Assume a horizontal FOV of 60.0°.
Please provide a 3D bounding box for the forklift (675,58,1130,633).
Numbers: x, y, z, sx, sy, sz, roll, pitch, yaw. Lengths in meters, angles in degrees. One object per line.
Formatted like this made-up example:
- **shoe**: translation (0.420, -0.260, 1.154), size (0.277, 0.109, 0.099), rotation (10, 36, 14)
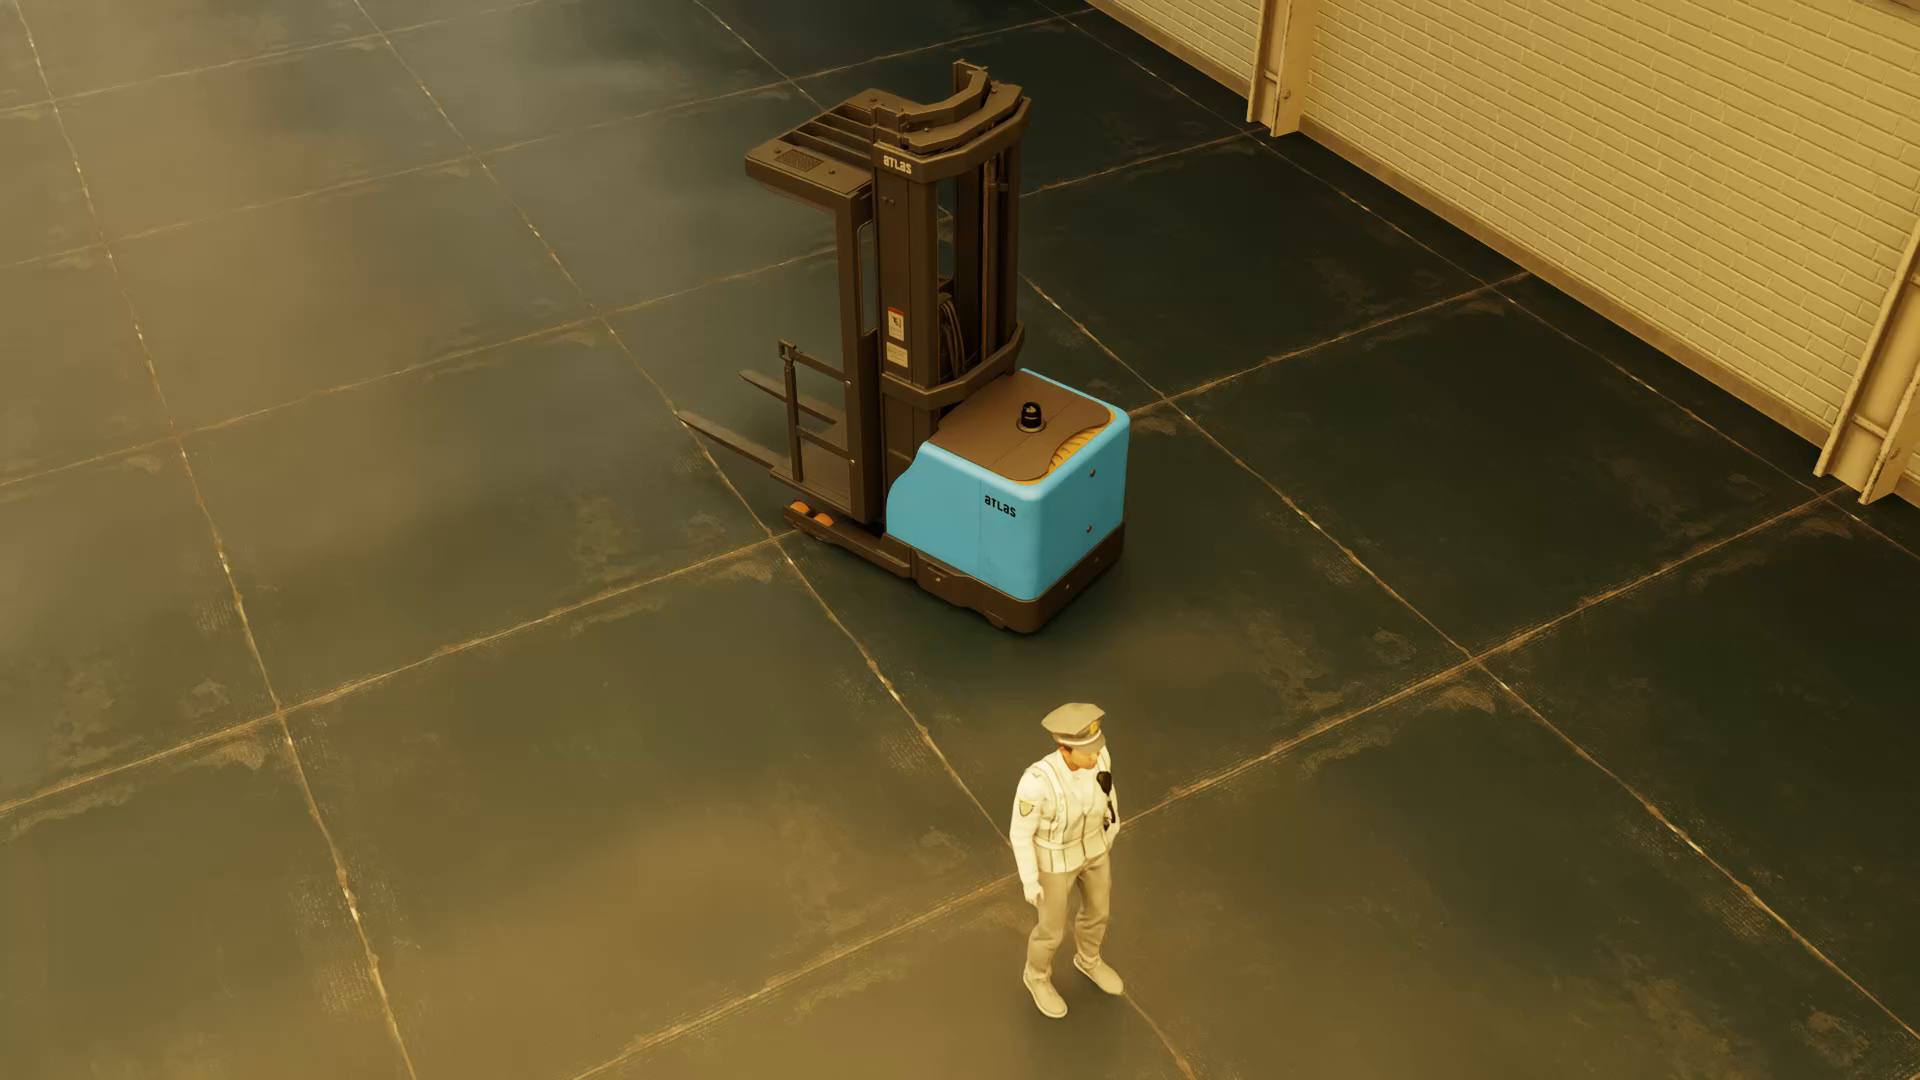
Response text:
- **forklift**: translation (-0.481, -1.366, 9.683), size (3.031, 2.935, 1.130), rotation (26, 46, 28)

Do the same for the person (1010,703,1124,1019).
- **person**: translation (0.509, 1.418, 7.320), size (0.568, 1.712, 0.449), rotation (-23, 45, -26)
